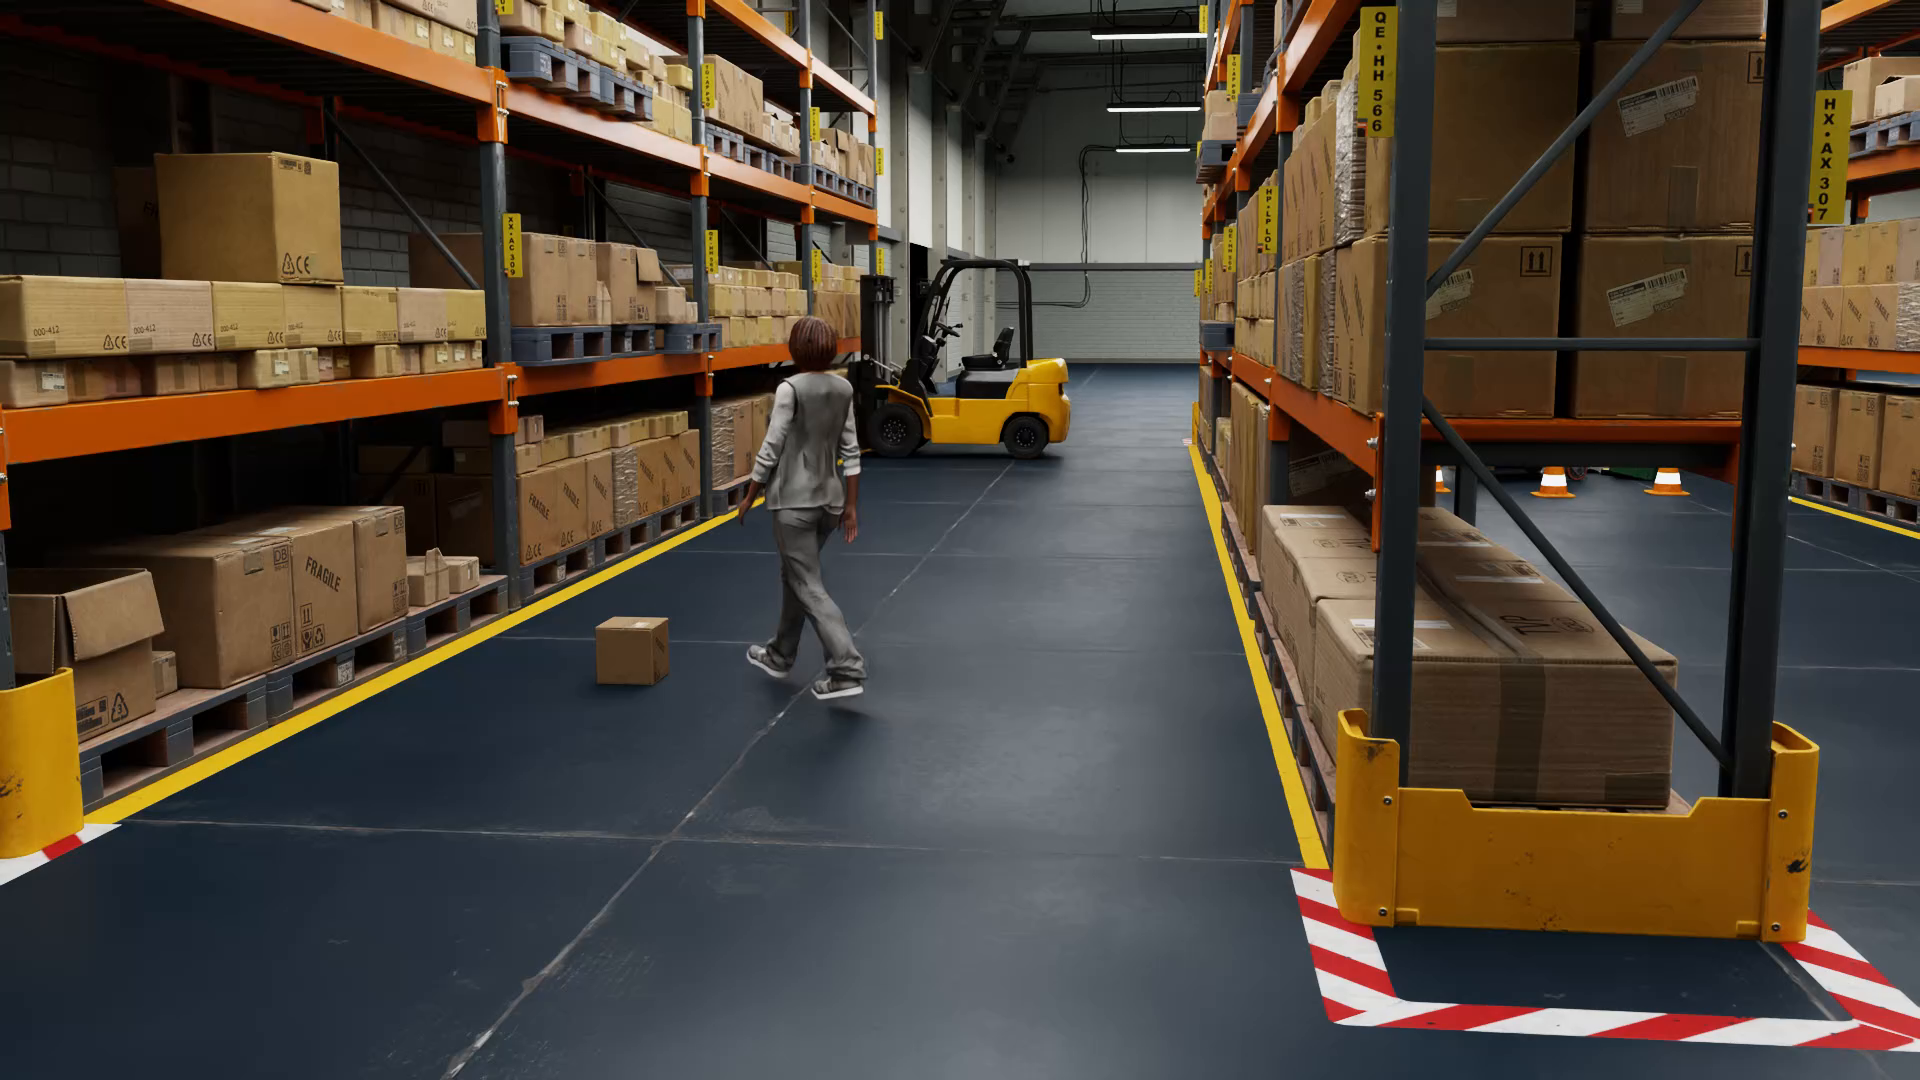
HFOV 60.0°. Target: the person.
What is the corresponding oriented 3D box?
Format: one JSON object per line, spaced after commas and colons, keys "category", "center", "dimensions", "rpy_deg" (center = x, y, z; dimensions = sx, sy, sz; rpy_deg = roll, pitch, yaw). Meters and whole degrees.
{"category": "person", "center": [-0.679, -0.146, 6.854], "dimensions": [0.881, 1.550, 0.419], "rpy_deg": [6, 10, 39]}
